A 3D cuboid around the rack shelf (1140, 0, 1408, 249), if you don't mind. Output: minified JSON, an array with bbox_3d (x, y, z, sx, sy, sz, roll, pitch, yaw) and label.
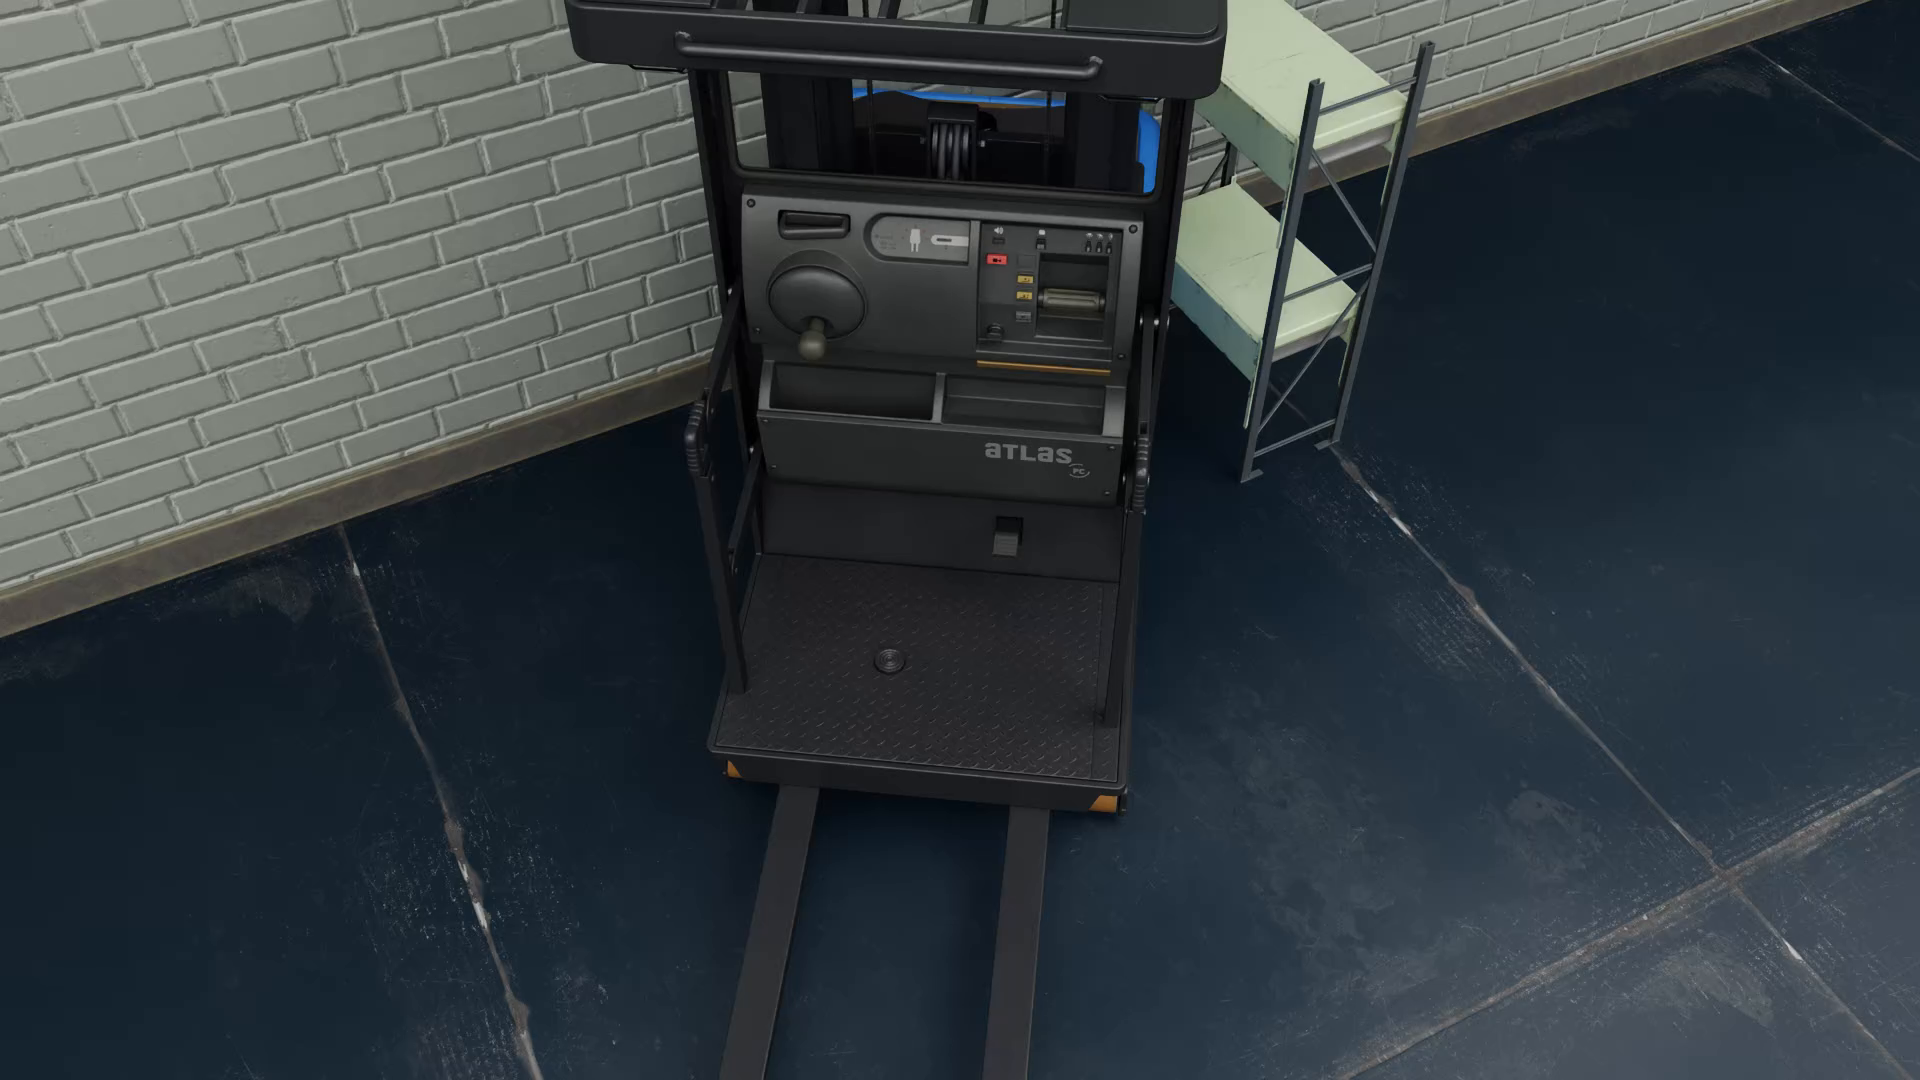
[{"bbox_3d":[0.904,-1.254,4.832,0.431,0.370,0.720,-23,53,-19],"label":"rack shelf"}]

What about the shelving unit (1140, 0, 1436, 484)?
[{"bbox_3d":[0.904,-0.997,5.125,0.431,1.500,0.755,-23,53,-19],"label":"shelving unit"}]

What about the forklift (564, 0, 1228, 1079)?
[{"bbox_3d":[-0.068,-0.496,3.737,1.130,2.935,3.031,5,49,4],"label":"forklift"}]

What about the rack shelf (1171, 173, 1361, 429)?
[{"bbox_3d":[0.904,-0.782,5.371,0.431,0.370,0.720,-23,53,-19],"label":"rack shelf"}]

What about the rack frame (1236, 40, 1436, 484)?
[{"bbox_3d":[1.082,-0.756,4.915,0.400,1.500,0.023,-23,53,-19],"label":"rack frame"}]

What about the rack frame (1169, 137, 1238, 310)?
[{"bbox_3d":[0.727,-1.238,5.336,0.400,1.500,0.023,-23,53,-19],"label":"rack frame"}]
